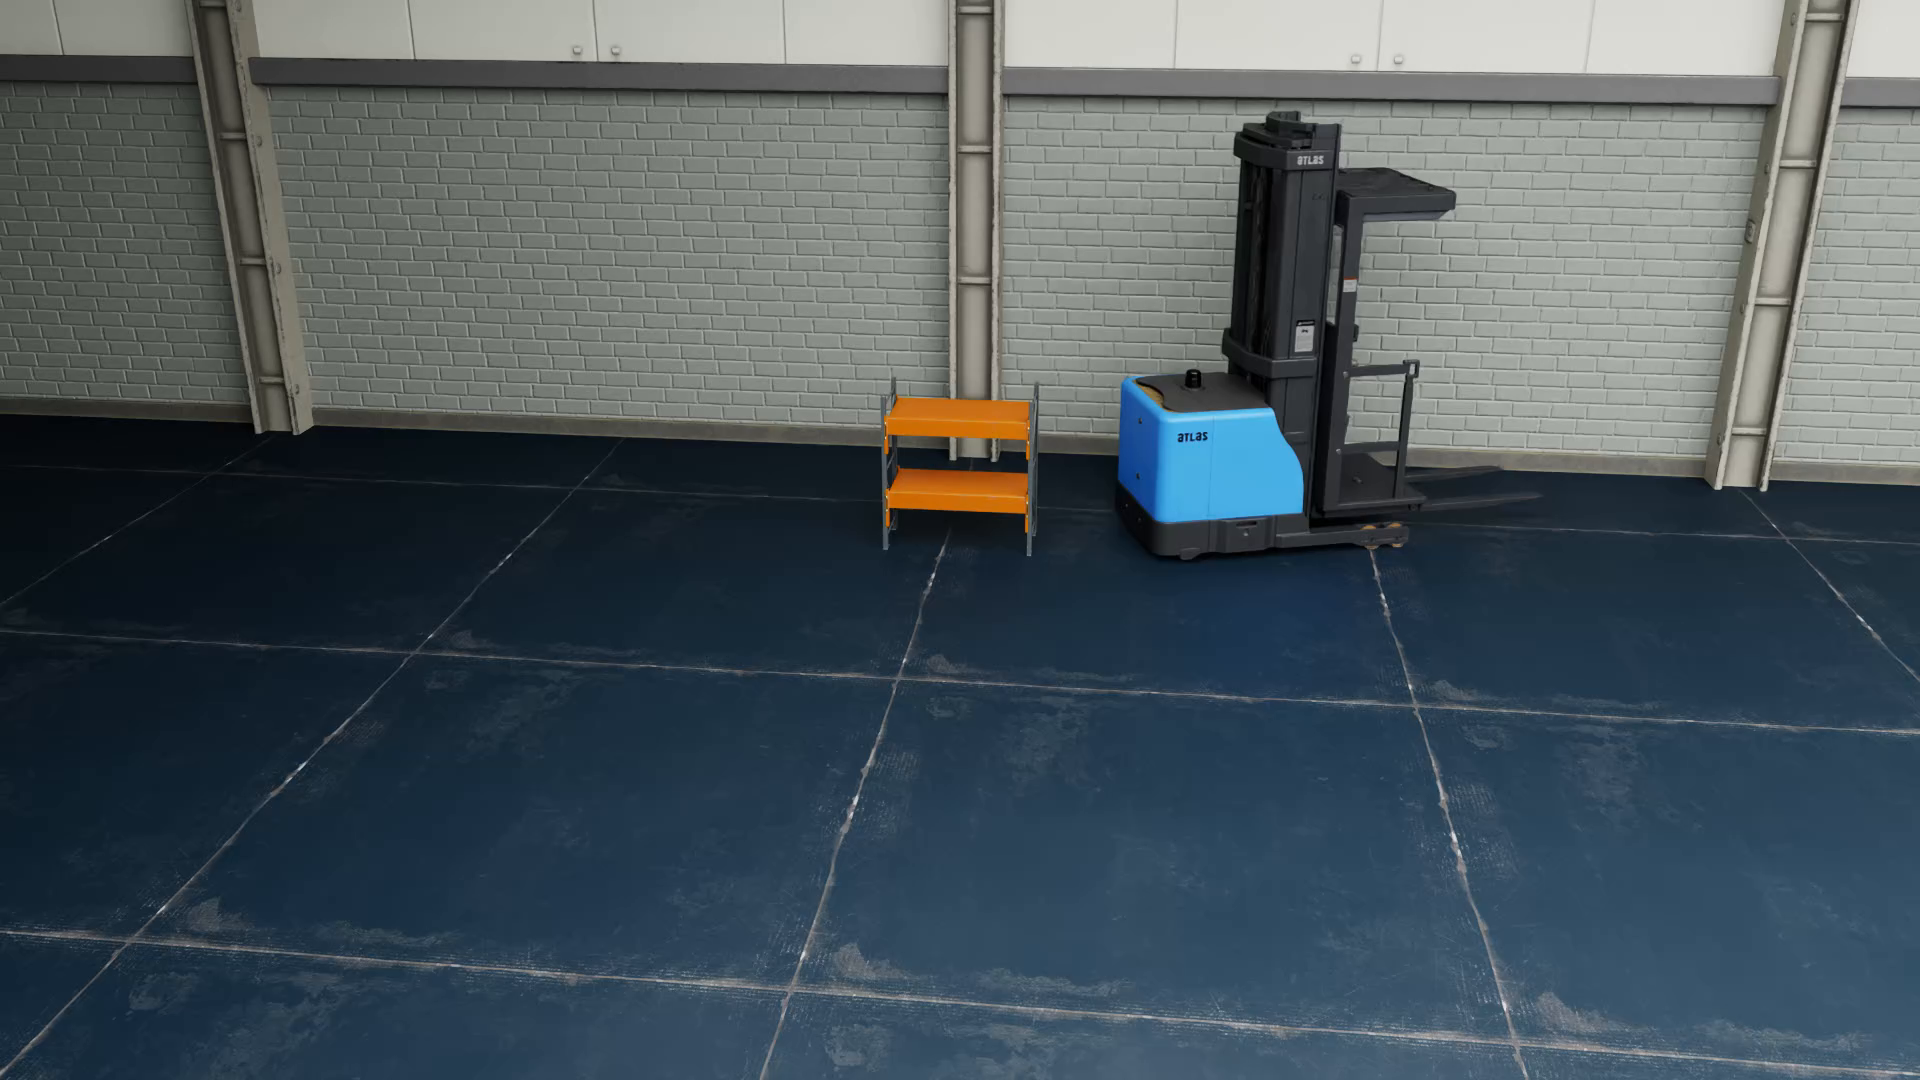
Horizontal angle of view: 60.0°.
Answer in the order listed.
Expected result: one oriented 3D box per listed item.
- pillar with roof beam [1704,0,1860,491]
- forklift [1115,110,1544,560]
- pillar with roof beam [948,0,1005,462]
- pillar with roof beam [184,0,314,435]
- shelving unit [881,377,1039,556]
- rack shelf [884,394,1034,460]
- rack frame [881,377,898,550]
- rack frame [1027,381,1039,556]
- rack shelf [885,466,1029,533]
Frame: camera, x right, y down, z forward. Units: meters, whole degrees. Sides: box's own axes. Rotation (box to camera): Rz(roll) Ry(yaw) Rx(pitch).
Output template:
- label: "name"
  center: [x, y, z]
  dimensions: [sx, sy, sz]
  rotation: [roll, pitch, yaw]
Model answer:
- label: "pillar with roof beam"
  center: [5.577, -3.057, 7.432]
  dimensions: [0.400, 9.000, 9.100]
  rotation: [2, 22, 6]
- label: "forklift"
  center: [2.718, -1.482, 11.702]
  dimensions: [3.031, 2.935, 1.130]
  rotation: [-4, 22, -11]
- label: "pillar with roof beam"
  center: [-0.381, -3.316, 8.089]
  dimensions: [0.400, 9.000, 9.100]
  rotation: [2, 22, 6]
- label: "pillar with roof beam"
  center: [-6.339, -3.576, 8.745]
  dimensions: [0.400, 9.000, 9.100]
  rotation: [2, 22, 6]
- label: "shelving unit"
  center: [0.007, -0.523, 11.732]
  dimensions: [1.048, 1.125, 0.538]
  rotation: [2, 22, 6]
- label: "rack shelf"
  center: [0.007, -0.795, 11.625]
  dimensions: [1.000, 0.278, 0.538]
  rotation: [2, 22, 6]
- label: "rack frame"
  center: [-0.498, -0.545, 11.788]
  dimensions: [0.032, 1.125, 0.500]
  rotation: [2, 22, 6]
- label: "rack frame"
  center: [0.512, -0.501, 11.677]
  dimensions: [0.032, 1.125, 0.500]
  rotation: [2, 22, 6]
- label: "rack shelf"
  center: [0.007, -0.295, 11.822]
  dimensions: [1.000, 0.278, 0.538]
  rotation: [2, 22, 6]
